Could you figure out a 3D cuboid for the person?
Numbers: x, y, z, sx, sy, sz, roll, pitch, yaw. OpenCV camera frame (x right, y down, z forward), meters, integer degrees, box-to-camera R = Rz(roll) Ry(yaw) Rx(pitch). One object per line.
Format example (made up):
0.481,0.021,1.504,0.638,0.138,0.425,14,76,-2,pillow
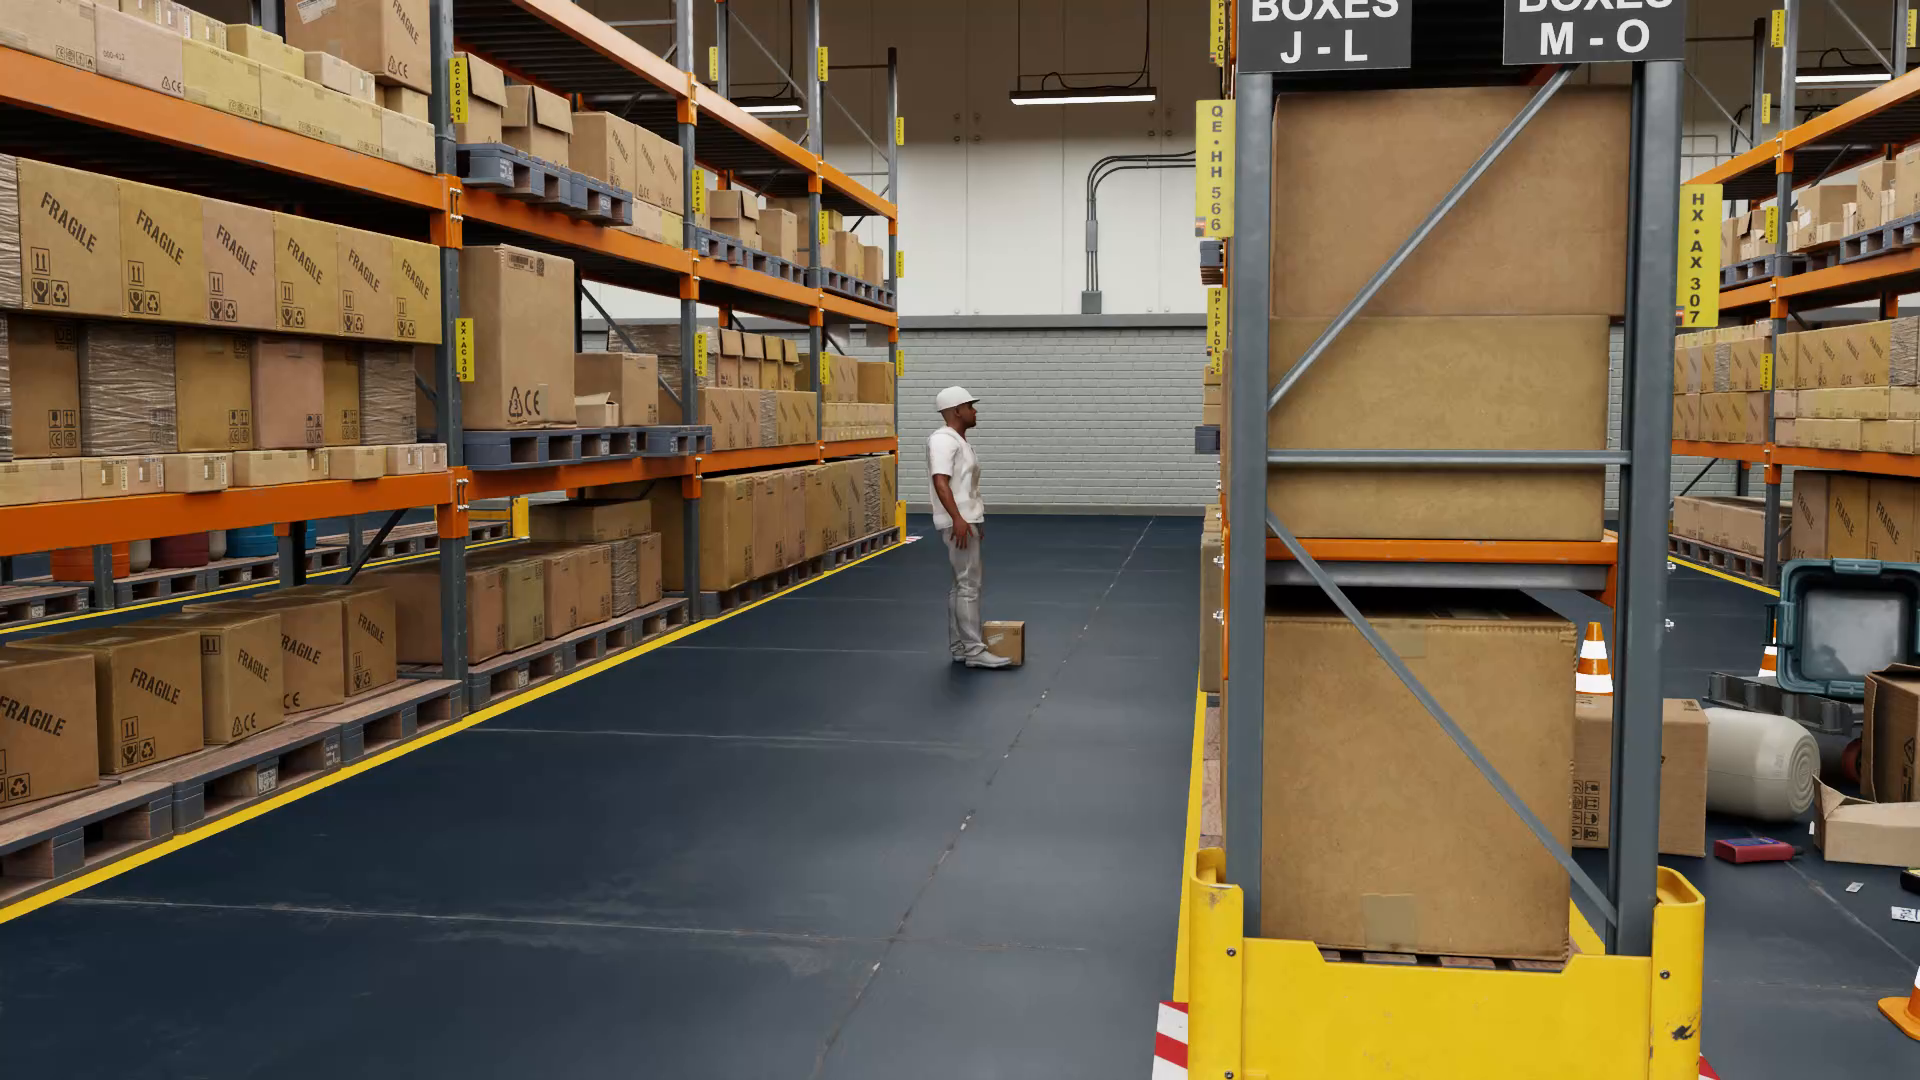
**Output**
0.080,-0.097,10.668,0.577,1.759,0.666,1,4,9,person
